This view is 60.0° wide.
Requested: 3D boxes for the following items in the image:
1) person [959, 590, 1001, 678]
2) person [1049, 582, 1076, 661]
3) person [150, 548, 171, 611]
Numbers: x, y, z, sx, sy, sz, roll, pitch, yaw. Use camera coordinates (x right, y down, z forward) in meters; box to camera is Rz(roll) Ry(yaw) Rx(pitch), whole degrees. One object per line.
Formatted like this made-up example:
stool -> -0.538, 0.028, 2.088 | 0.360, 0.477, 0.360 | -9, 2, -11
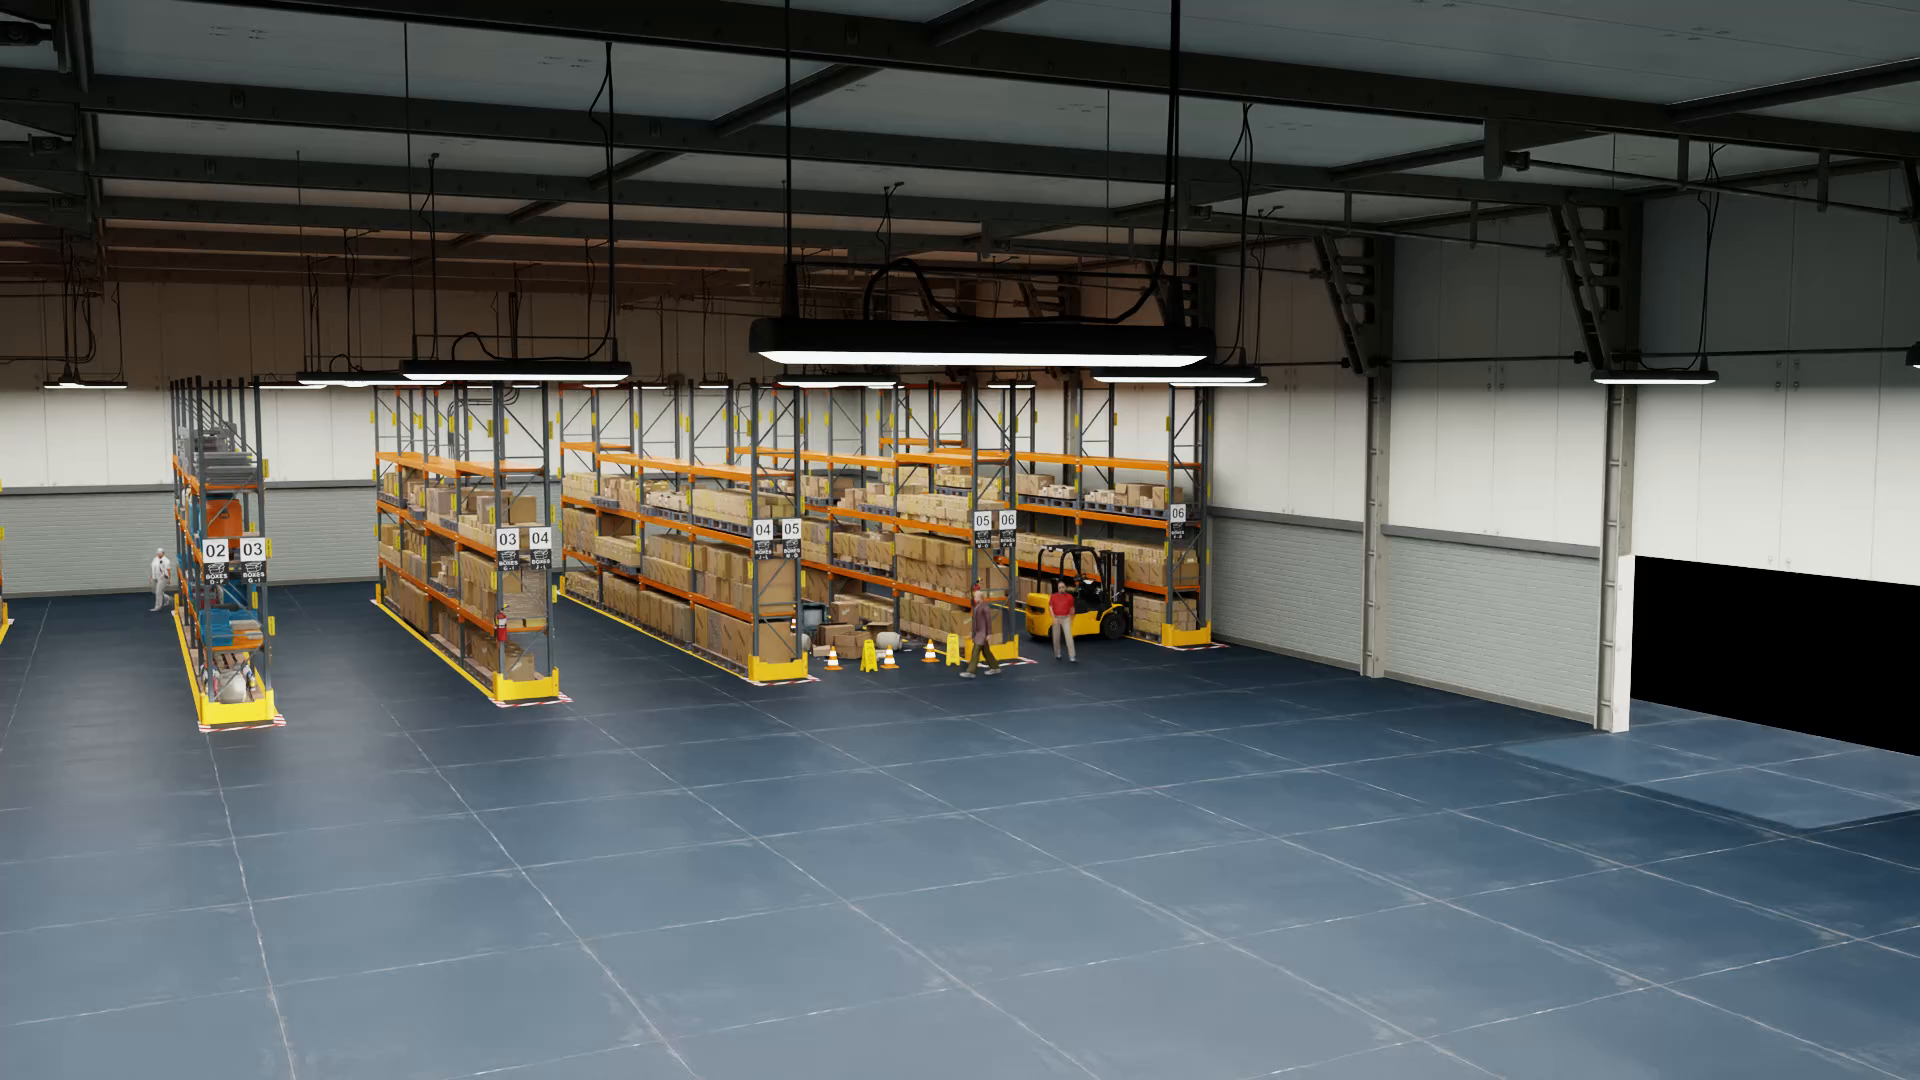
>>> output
person -> 0.394, 1.880, 33.432 | 0.980, 1.742, 0.603 | -2, 5, -17
person -> 2.217, 1.731, 35.506 | 0.657, 1.678, 0.824 | 1, 5, 15
person -> -21.010, 1.015, 43.733 | 0.524, 1.642, 0.814 | 1, 5, 14
